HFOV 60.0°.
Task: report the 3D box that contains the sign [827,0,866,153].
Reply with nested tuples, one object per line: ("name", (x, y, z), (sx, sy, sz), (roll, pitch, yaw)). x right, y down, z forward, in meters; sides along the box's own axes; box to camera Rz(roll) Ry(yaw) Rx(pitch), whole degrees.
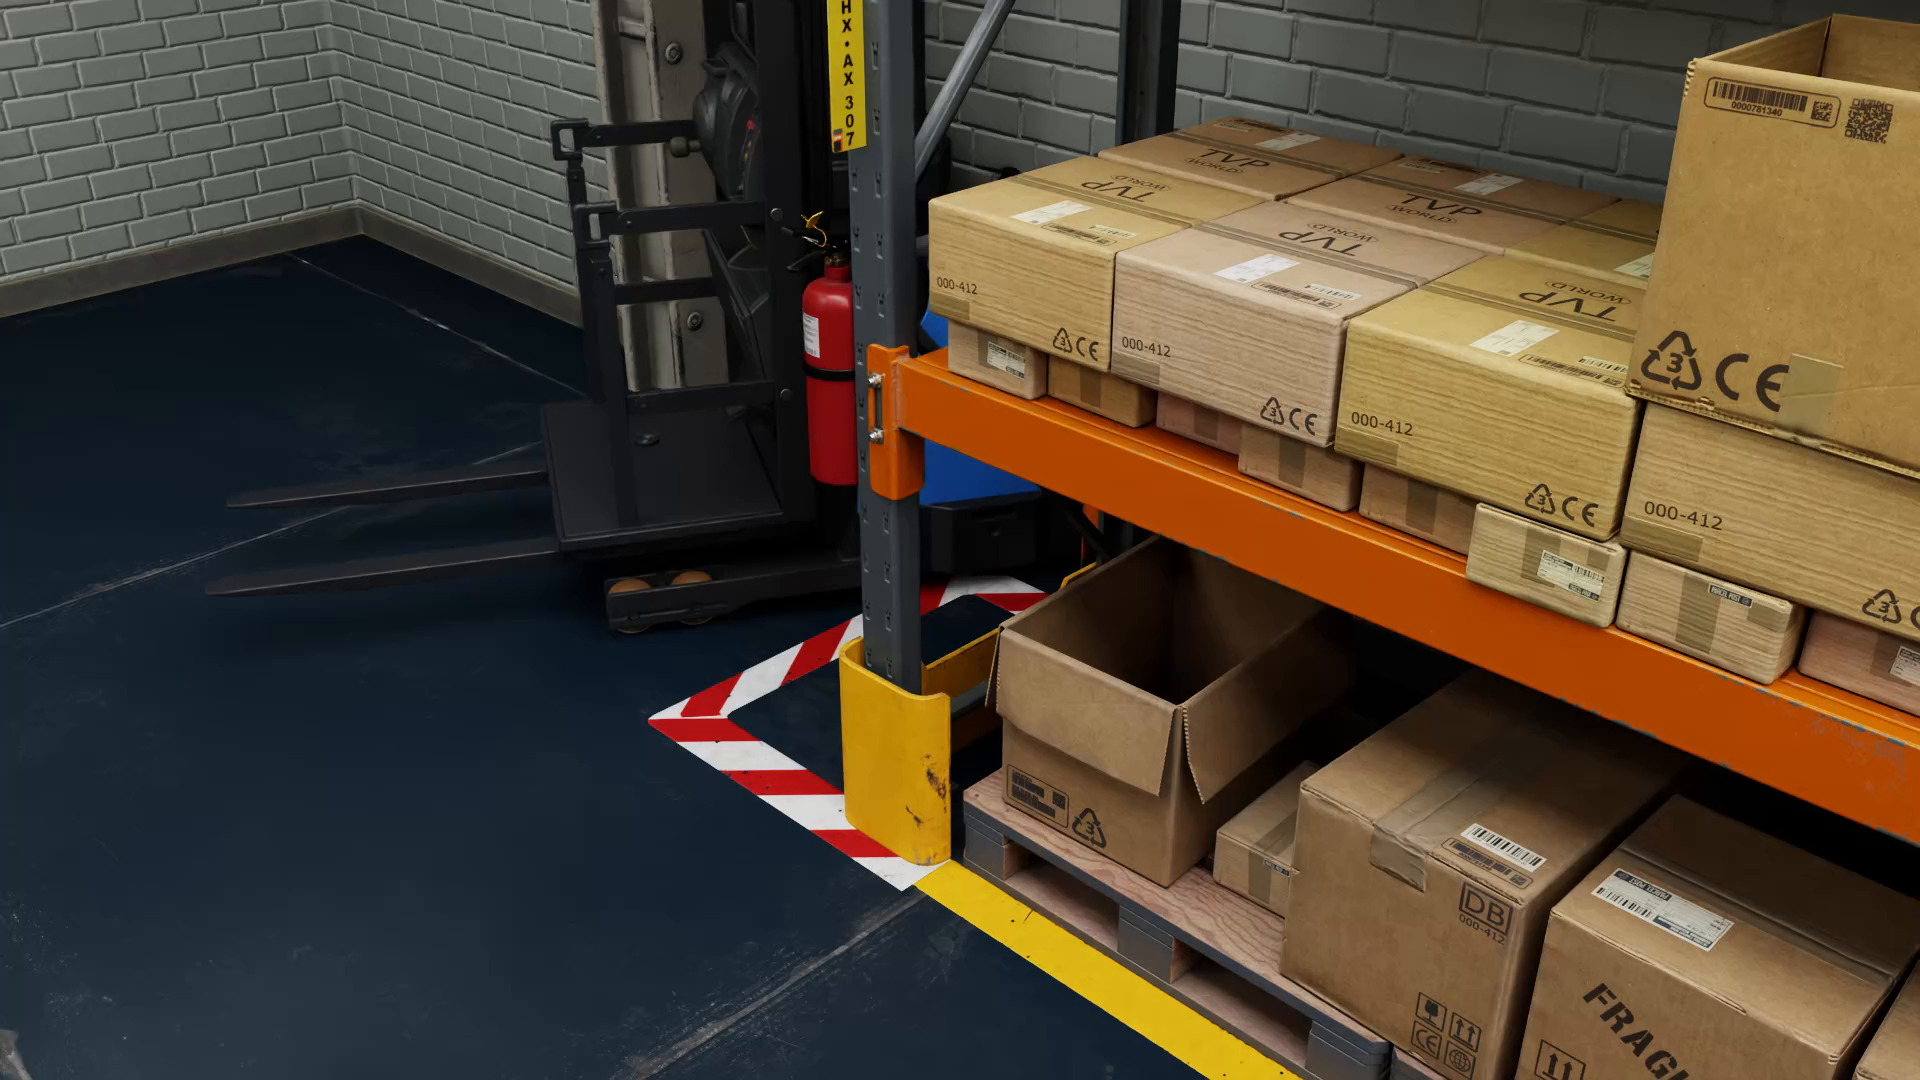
("sign", (-0.231, -0.971, 3.444), (0.005, 0.325, 0.100), (25, 36, 38))

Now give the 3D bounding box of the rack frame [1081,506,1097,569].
("rack frame", (0.473, -0.342, 5.272), (0.200, 1.050, 0.008), (-21, 34, -35))

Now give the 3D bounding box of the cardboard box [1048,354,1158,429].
("cardboard box", (0.405, -0.391, 3.541), (0.380, 0.149, 0.250), (-24, 36, -38))

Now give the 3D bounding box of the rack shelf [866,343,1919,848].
("rack shelf", (1.575, 0.203, 2.914), (4.000, 0.370, 1.077), (25, 36, 38))

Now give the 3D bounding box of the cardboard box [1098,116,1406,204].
("cardboard box", (0.663, -0.772, 3.836), (0.500, 0.250, 0.500), (-24, 36, -38))

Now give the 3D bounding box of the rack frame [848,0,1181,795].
("rack frame", (0.149, -0.768, 3.988), (0.127, 3.000, 1.000), (25, 36, 38))

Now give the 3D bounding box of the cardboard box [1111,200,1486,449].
("cardboard box", (0.643, -0.432, 3.189), (0.500, 0.250, 0.500), (-25, 37, -39))

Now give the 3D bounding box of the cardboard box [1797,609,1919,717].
("cardboard box", (1.509, 0.118, 2.572), (0.250, 0.149, 0.380), (24, 36, 38))

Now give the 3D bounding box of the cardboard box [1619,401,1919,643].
("cardboard box", (1.387, -0.108, 2.573), (0.500, 0.250, 0.500), (23, 36, 37))

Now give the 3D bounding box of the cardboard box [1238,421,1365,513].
("cardboard box", (0.754, -0.214, 3.204), (0.380, 0.149, 0.250), (-24, 36, -38))

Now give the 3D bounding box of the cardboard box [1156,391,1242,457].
("cardboard box", (0.617, -0.317, 3.400), (0.250, 0.149, 0.380), (24, 36, 38))

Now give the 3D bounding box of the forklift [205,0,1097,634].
("forklift", (-0.888, -1.279, 5.033), (3.031, 2.935, 1.130), (-7, 29, -14))

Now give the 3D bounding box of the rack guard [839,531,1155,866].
("rack guard", (0.203, 0.363, 4.523), (0.348, 0.500, 1.175), (25, 36, 38))

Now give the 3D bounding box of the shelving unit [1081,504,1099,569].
("shelving unit", (0.551, -0.298, 5.190), (0.215, 1.050, 0.252), (-21, 34, -35))

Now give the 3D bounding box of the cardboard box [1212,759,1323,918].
("cardboard box", (0.794, 0.690, 3.826), (0.250, 0.149, 0.380), (23, 35, 37))

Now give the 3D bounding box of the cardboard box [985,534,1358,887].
("cardboard box", (0.519, 0.382, 4.032), (0.637, 0.503, 0.797), (23, 35, 37))

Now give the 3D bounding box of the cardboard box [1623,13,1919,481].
("cardboard box", (1.353, -0.439, 2.397), (0.500, 0.500, 0.500), (-24, 36, -38))

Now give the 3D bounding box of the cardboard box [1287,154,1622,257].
("cardboard box", (1.030, -0.603, 3.515), (0.500, 0.250, 0.500), (25, 36, 39))

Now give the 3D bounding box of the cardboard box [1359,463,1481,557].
("cardboard box", (0.947, -0.129, 3.043), (0.380, 0.149, 0.250), (-25, 36, -38))

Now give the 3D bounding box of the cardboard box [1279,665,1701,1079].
("cardboard box", (1.101, 0.675, 3.478), (0.700, 0.500, 0.500), (-24, 36, -37))

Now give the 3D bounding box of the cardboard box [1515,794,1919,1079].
("cardboard box", (1.408, 0.881, 3.087), (0.500, 0.500, 0.500), (-24, 36, -38))

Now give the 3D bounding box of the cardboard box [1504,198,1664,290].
("cardboard box", (1.380, -0.440, 3.205), (0.500, 0.250, 0.500), (-24, 36, -38))

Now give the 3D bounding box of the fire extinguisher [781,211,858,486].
("fire extinguisher", (-0.280, -0.464, 3.892), (0.183, 0.674, 0.296), (25, 36, 38))

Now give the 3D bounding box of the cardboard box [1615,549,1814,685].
("cardboard box", (1.277, 0.057, 2.688), (0.380, 0.149, 0.250), (-24, 36, -38))

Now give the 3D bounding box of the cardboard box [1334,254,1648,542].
("cardboard box", (1.007, -0.267, 2.877), (0.500, 0.250, 0.500), (24, 36, 37))

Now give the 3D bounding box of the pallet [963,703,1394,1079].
("pallet", (0.772, 0.751, 4.096), (1.213, 0.211, 1.003), (25, 36, 38))

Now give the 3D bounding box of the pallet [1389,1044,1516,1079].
("pallet", (1.638, 1.149, 3.339), (1.213, 0.211, 1.003), (25, 36, 38))

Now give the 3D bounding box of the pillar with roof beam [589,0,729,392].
("pillar with roof beam", (-4.160, -3.174, 2.117), (0.400, 9.000, 9.100), (25, 36, 38))

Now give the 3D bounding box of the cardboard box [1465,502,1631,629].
("cardboard box", (1.075, -0.022, 2.839), (0.250, 0.149, 0.380), (23, 36, 37))

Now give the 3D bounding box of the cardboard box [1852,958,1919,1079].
("cardboard box", (1.841, 1.014, 2.834), (0.500, 0.500, 0.700), (23, 35, 37))

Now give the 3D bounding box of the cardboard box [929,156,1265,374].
("cardboard box", (0.284, -0.596, 3.502), (0.500, 0.250, 0.500), (25, 37, 39))

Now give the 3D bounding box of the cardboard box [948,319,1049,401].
("cardboard box", (0.191, -0.459, 3.669), (0.250, 0.149, 0.380), (24, 36, 38))

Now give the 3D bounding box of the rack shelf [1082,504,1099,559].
("rack shelf", (0.551, -0.043, 5.324), (0.215, 0.259, 0.240), (-21, 34, -35))
